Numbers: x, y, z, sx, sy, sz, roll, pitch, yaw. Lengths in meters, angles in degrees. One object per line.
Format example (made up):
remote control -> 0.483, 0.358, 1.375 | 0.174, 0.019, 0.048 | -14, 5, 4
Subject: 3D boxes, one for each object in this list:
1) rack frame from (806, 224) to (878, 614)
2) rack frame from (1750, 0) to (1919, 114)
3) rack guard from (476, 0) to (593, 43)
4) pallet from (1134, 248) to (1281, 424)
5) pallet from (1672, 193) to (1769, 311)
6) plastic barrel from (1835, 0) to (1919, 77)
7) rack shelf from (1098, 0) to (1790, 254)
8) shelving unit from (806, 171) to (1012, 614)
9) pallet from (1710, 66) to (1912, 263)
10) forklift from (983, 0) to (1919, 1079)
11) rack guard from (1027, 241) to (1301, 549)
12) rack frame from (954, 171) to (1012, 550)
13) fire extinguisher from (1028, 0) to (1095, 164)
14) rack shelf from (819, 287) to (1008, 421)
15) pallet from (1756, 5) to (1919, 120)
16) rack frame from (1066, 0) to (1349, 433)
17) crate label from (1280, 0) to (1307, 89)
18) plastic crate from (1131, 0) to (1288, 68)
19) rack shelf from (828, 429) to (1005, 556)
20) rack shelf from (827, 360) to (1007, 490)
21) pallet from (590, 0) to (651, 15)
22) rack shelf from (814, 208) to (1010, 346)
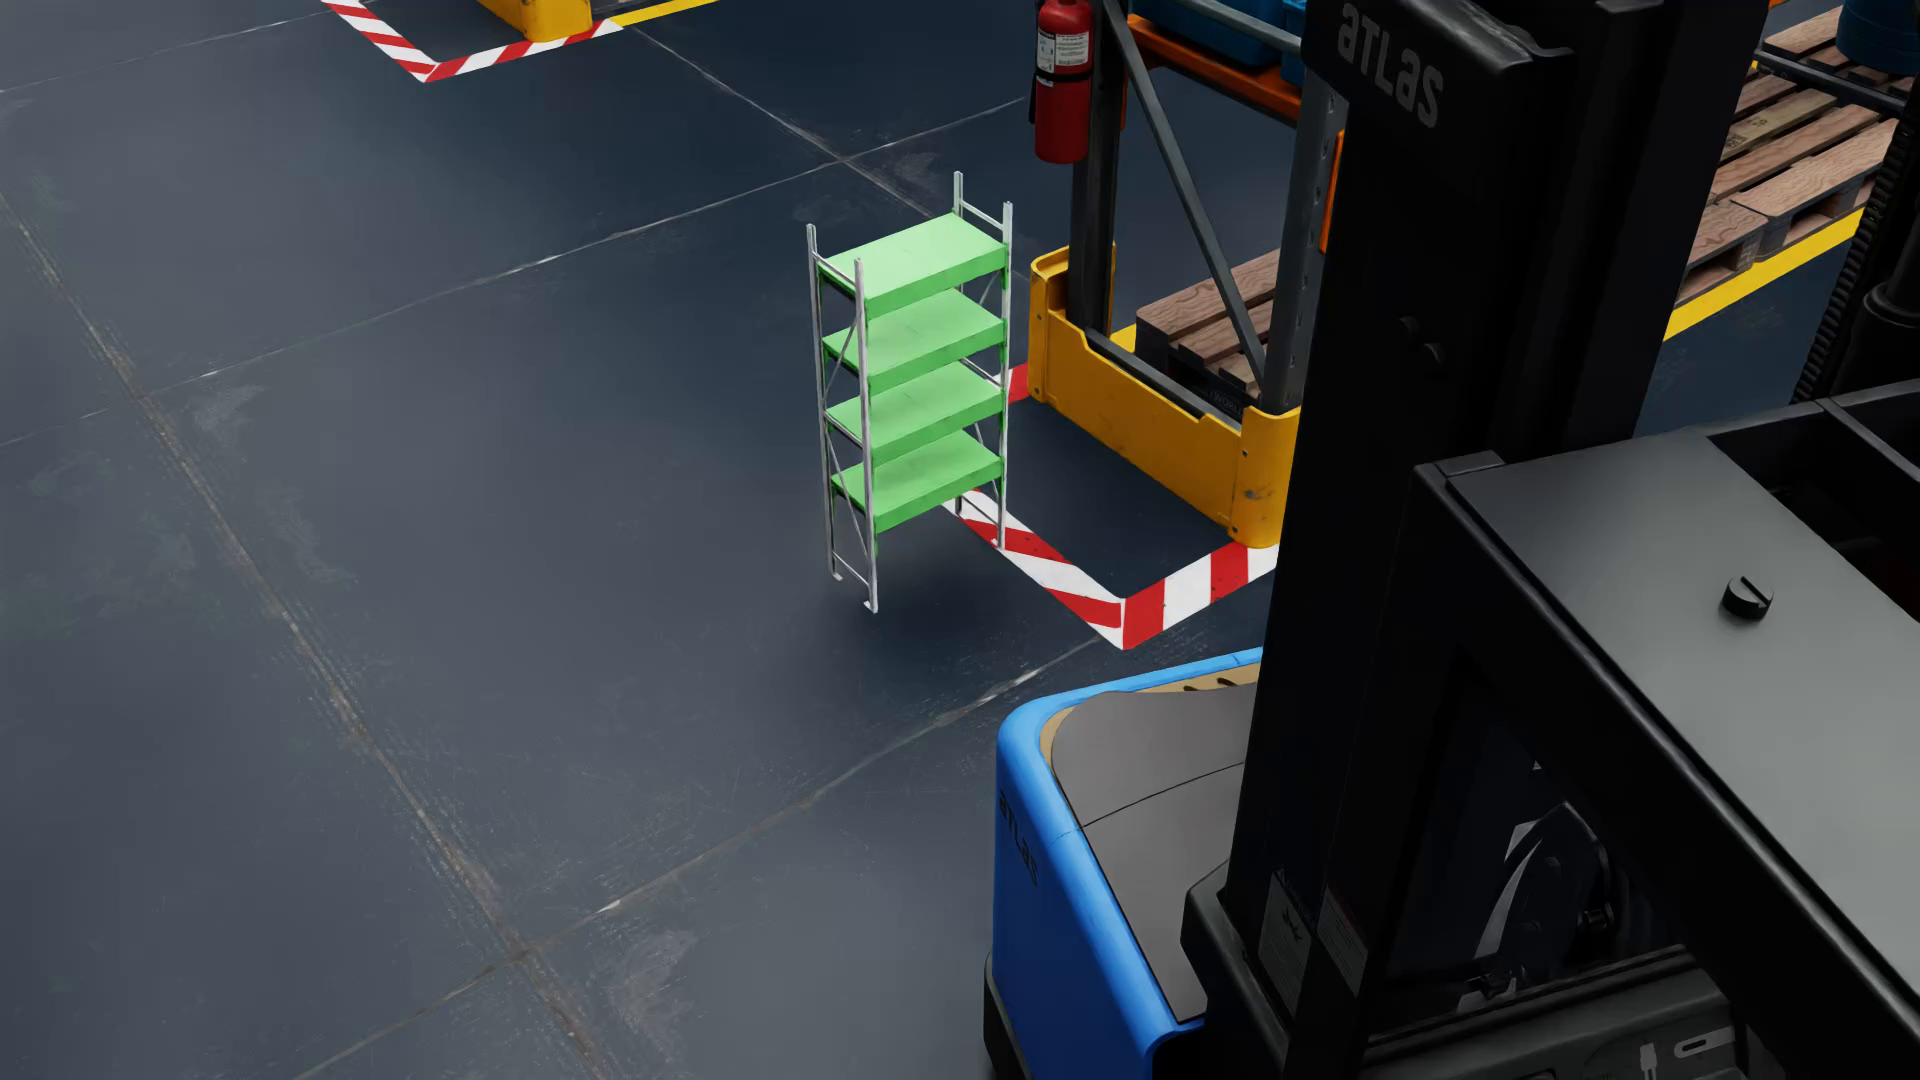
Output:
rack frame -> -0.325, -0.306, 4.676 | 0.015, 1.200, 0.240 | -26, 46, -28
rack frame -> 3.887, -3.036, 6.586 | 0.127, 3.000, 1.000 | -26, 46, -28
rack guard -> -2.322, -3.005, 8.519 | 0.348, 0.500, 1.175 | -26, 46, -28
pallet -> 1.393, -0.711, 5.950 | 1.213, 0.211, 1.003 | -26, 46, -28
pallet -> 2.360, -1.180, 6.522 | 1.213, 0.211, 1.003 | -26, 46, -28
plastic barrel -> 4.329, -2.589, 7.364 | 0.708, 0.901, 0.600 | -26, 46, -28
rack shelf -> 2.301, -1.985, 5.872 | 4.000, 0.370, 1.077 | -26, 46, -28
shelving unit -> -0.131, -0.400, 4.791 | 0.503, 1.200, 0.258 | -26, 46, -28
pallet -> 3.328, -1.654, 7.100 | 1.213, 0.211, 1.003 | -26, 46, -28
forklift -> 0.991, 0.810, 1.952 | 1.130, 2.935, 3.031 | -12, 41, -14
rack guard -> 0.704, -0.508, 5.475 | 0.348, 0.500, 1.175 | -26, 46, -28
rack frame -> 0.062, -0.494, 4.906 | 0.015, 1.200, 0.240 | -26, 46, -28
fire extinguisher -> 0.319, -1.486, 5.052 | 0.183, 0.674, 0.296 | -26, 46, -28
rack shelf -> -0.131, -0.536, 4.680 | 0.480, 0.148, 0.258 | -26, 46, -28
pallet -> 4.524, -2.235, 7.808 | 1.213, 0.211, 1.003 | -26, 46, -28
rack frame -> 0.715, -1.490, 4.701 | 0.127, 3.000, 1.000 | -26, 46, -28
crate label -> 1.112, -1.378, 4.650 | 0.303, 0.233, 0.416 | -26, 46, -28
plastic crate -> 0.867, -1.750, 4.943 | 0.499, 0.435, 0.616 | -26, 46, -28
rack shelf -> -0.131, -0.165, 4.984 | 0.480, 0.148, 0.258 | -26, 46, -28
rack shelf -> -0.131, -0.351, 4.832 | 0.480, 0.148, 0.258 | -26, 46, -28
pallet -> -1.716, -3.251, 9.047 | 1.213, 0.211, 1.003 | -26, 46, -28
rack shelf -> -0.131, -0.722, 4.527 | 0.480, 0.148, 0.258 | -26, 46, -28
